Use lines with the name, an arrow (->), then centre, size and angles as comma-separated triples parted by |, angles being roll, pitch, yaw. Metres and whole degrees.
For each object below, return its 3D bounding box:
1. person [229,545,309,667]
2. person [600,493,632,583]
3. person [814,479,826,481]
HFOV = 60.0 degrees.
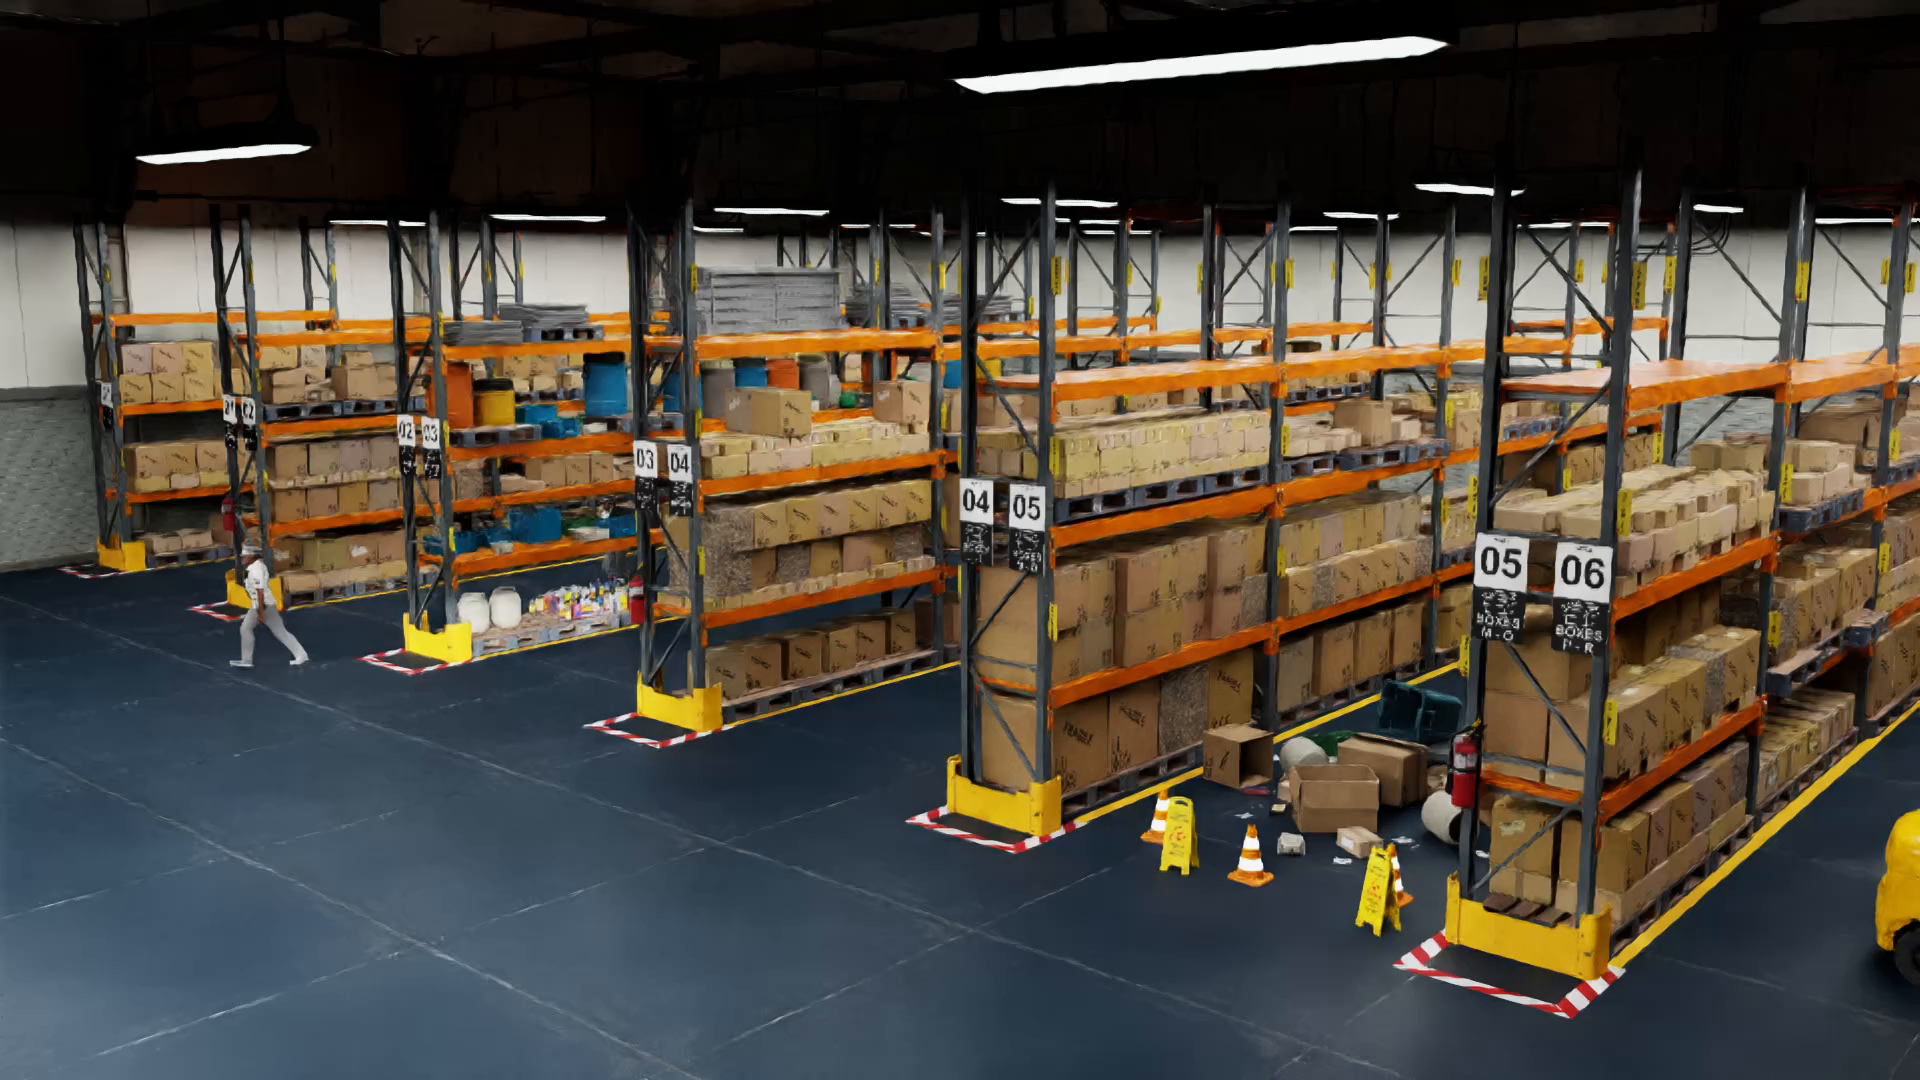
person -> -8.913, 0.843, 21.332 | 0.943, 1.612, 0.503 | -5, 11, -27
person -> -5.398, 0.055, 26.062 | 0.639, 1.632, 0.512 | 8, 12, 39
person -> -2.176, -0.262, 25.863 | 0.526, 1.727, 1.033 | 6, 11, 32
